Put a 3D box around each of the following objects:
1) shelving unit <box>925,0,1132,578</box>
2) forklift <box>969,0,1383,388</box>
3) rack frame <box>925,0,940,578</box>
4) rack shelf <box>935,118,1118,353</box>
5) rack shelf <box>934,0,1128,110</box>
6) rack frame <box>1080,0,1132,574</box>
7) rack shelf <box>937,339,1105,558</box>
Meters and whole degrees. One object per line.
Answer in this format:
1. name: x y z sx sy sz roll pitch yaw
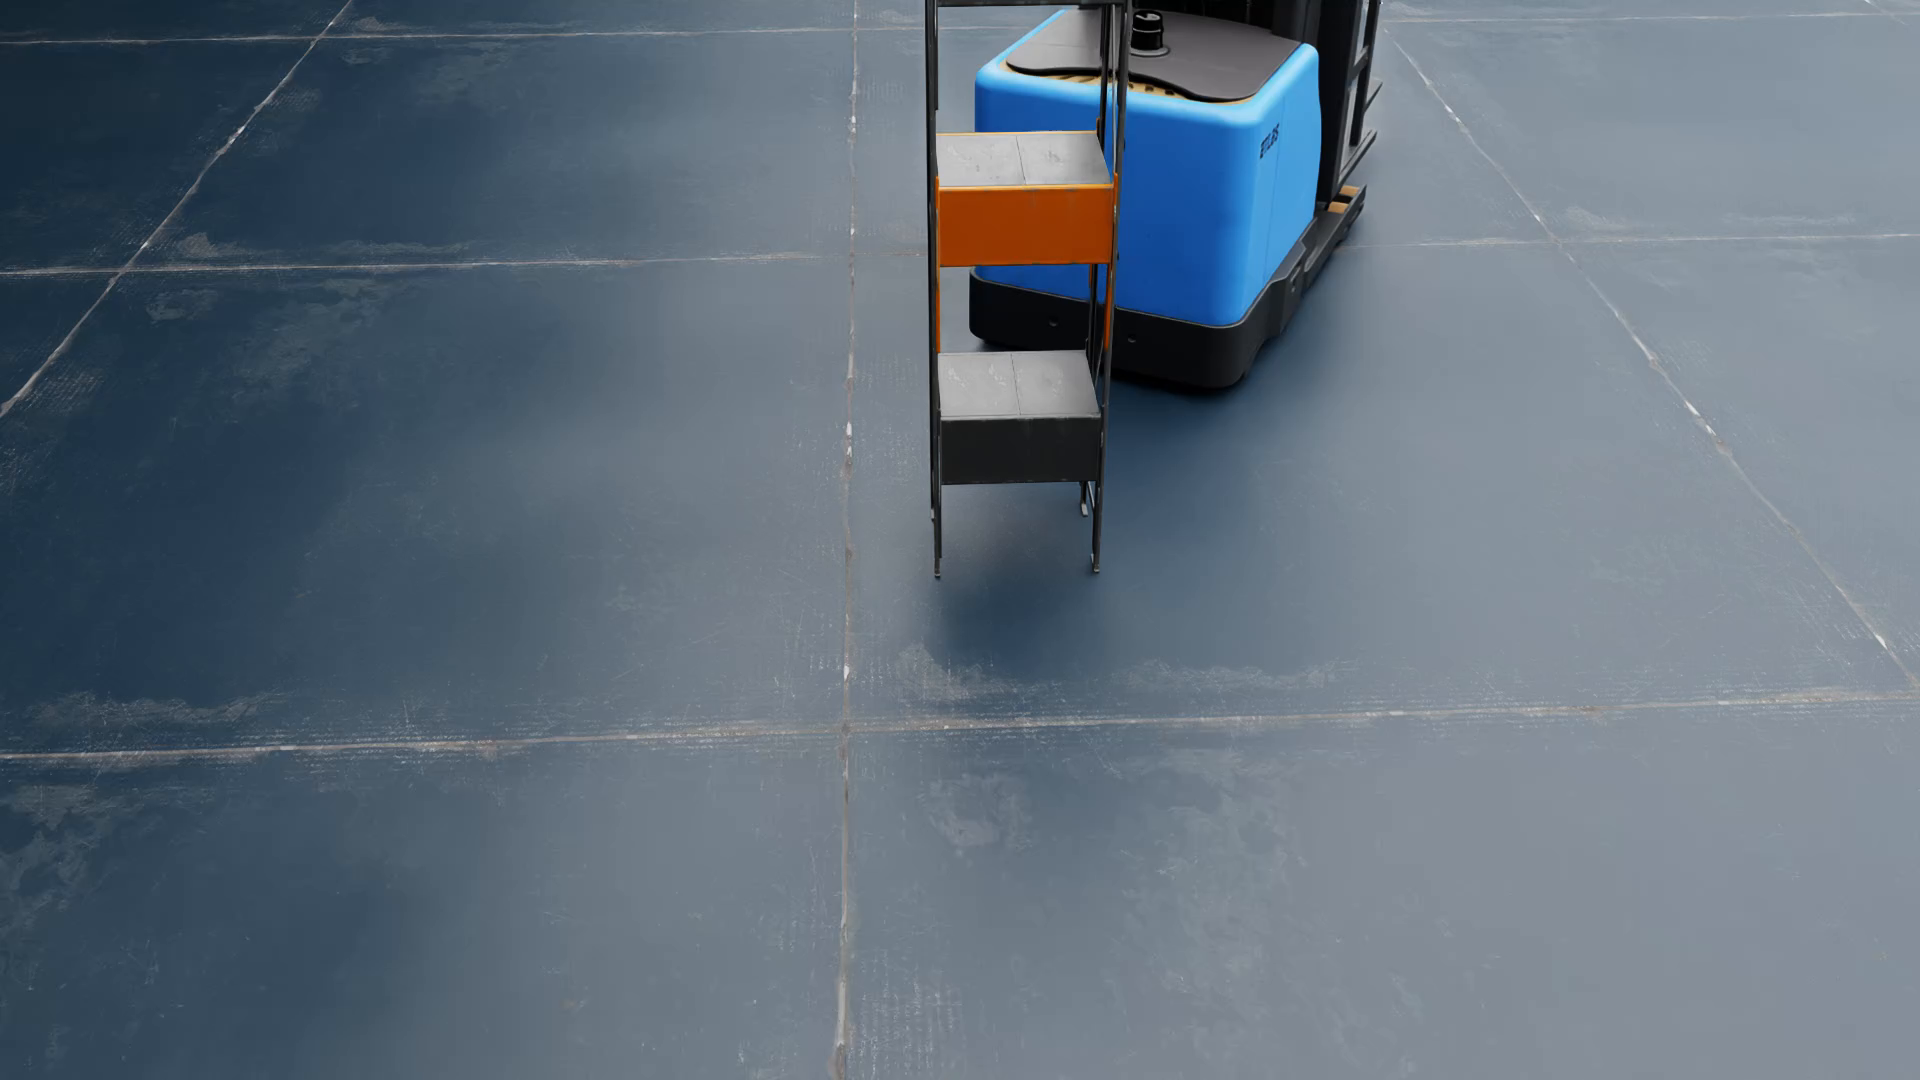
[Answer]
1. shelving unit: 0.165 -0.868 4.659 0.503 2.100 0.431 -2 35 -2
2. forklift: 1.114 -2.572 6.391 1.130 2.935 3.031 15 37 20
3. rack frame: -0.078 -0.861 4.649 0.015 2.100 0.400 -2 35 -2
4. rack shelf: 0.165 -0.857 4.667 0.480 0.518 0.431 -2 35 -2
5. rack shelf: 0.165 -1.432 4.268 0.480 0.518 0.431 -2 35 -2
6. rack frame: 0.409 -0.874 4.668 0.015 2.100 0.400 -2 35 -2
7. rack shelf: 0.165 -0.281 5.065 0.480 0.518 0.431 -2 35 -2
